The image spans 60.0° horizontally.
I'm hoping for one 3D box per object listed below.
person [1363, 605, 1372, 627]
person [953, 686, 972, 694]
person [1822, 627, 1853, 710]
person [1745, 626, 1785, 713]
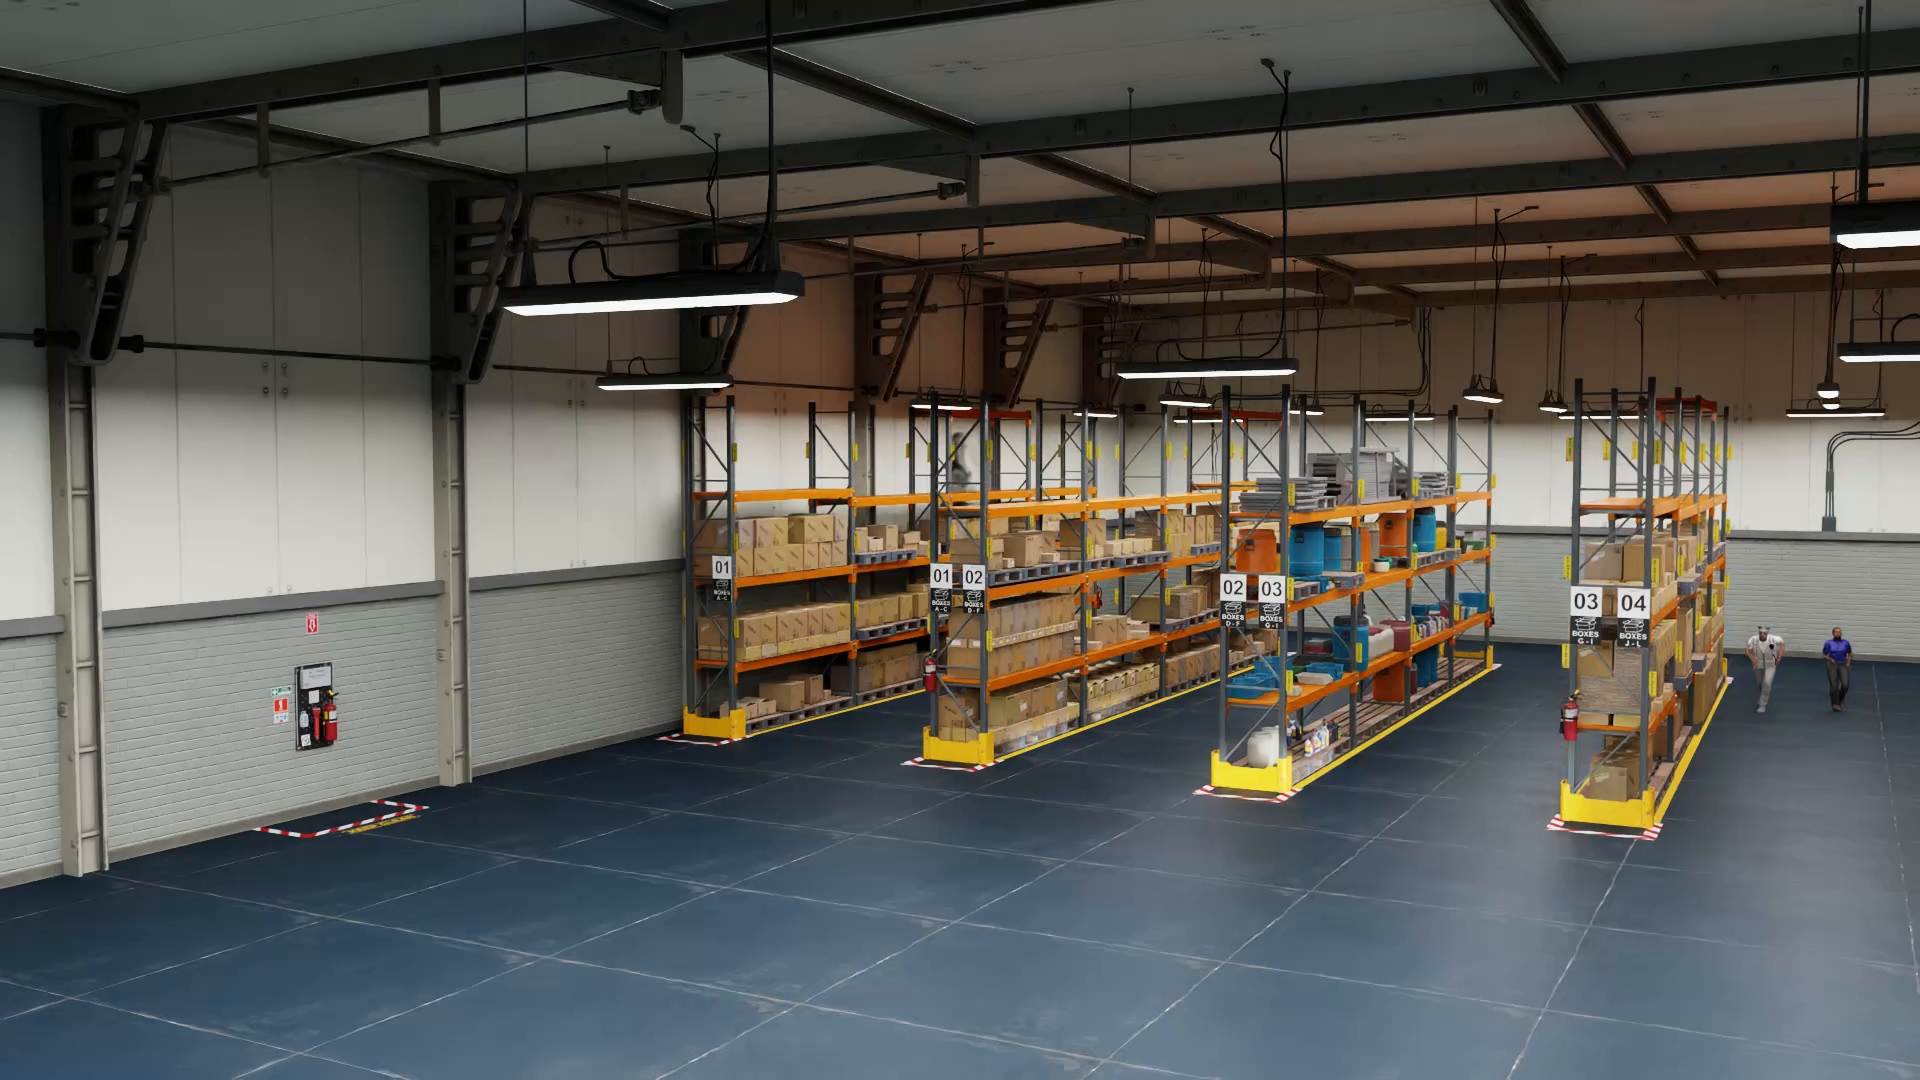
[{"bbox_3d":[8.859,2.251,36.642,0.539,1.730,0.764,2,4,32],"label":"person"},{"bbox_3d":[0.067,2.421,33.107,0.650,1.718,0.941,1,3,15],"label":"person"},{"bbox_3d":[16.986,2.490,32.156,0.547,1.613,0.595,1,3,19],"label":"person"},{"bbox_3d":[15.681,2.485,32.392,0.695,1.721,1.014,2,3,28],"label":"person"}]
